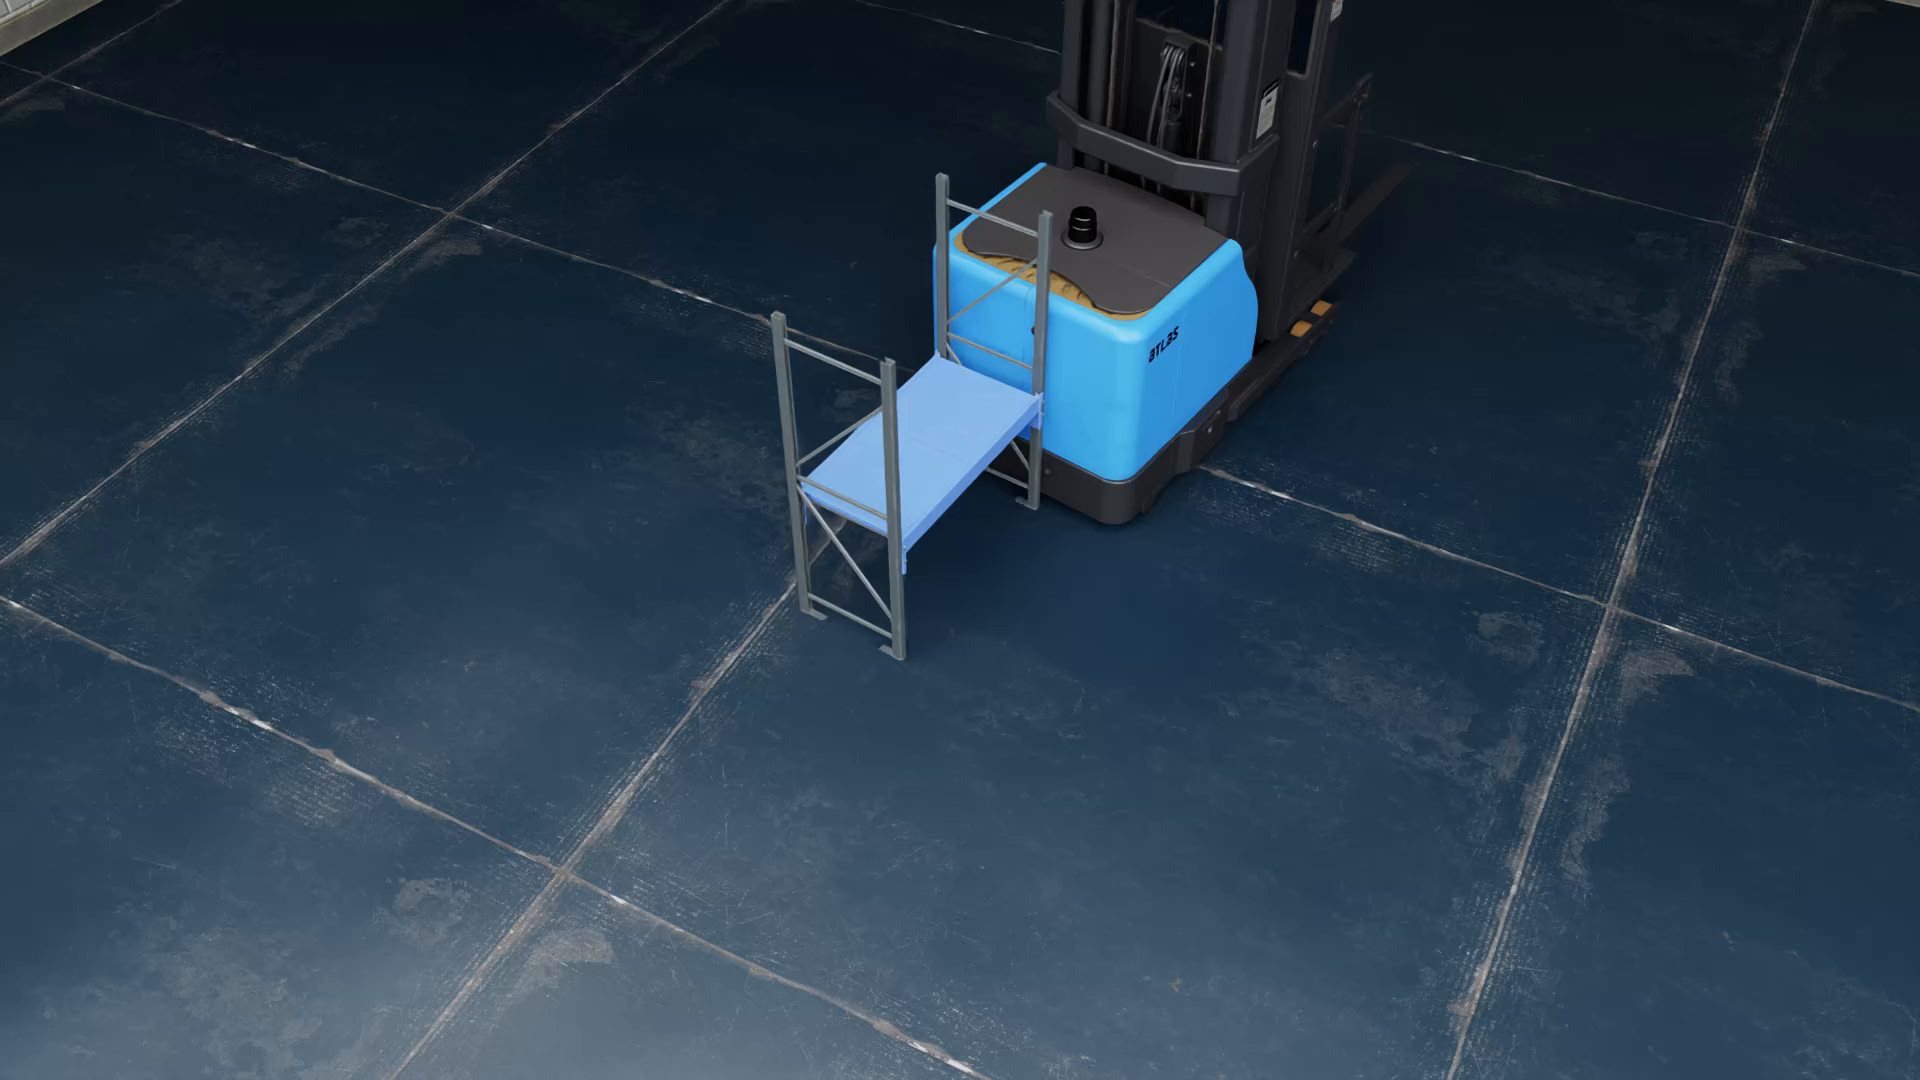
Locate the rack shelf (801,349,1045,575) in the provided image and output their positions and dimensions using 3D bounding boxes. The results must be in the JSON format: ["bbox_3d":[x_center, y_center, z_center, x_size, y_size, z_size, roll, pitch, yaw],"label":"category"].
[{"bbox_3d":[-0.153,-0.329,6.554,0.538,0.185,1.000,25,50,23],"label":"rack shelf"}]

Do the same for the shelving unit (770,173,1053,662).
[{"bbox_3d":[-0.153,-0.456,6.426,0.538,1.500,1.048,25,50,23],"label":"shelving unit"}]

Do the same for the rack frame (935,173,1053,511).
[{"bbox_3d":[0.124,-0.759,6.725,0.500,1.500,0.032,25,50,23],"label":"rack frame"}]

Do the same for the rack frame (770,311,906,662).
[{"bbox_3d":[-0.431,-0.153,6.126,0.500,1.500,0.032,25,50,23],"label":"rack frame"}]

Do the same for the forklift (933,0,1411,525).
[{"bbox_3d":[1.163,-2.096,7.041,1.130,2.935,3.031,28,52,25],"label":"forklift"}]
